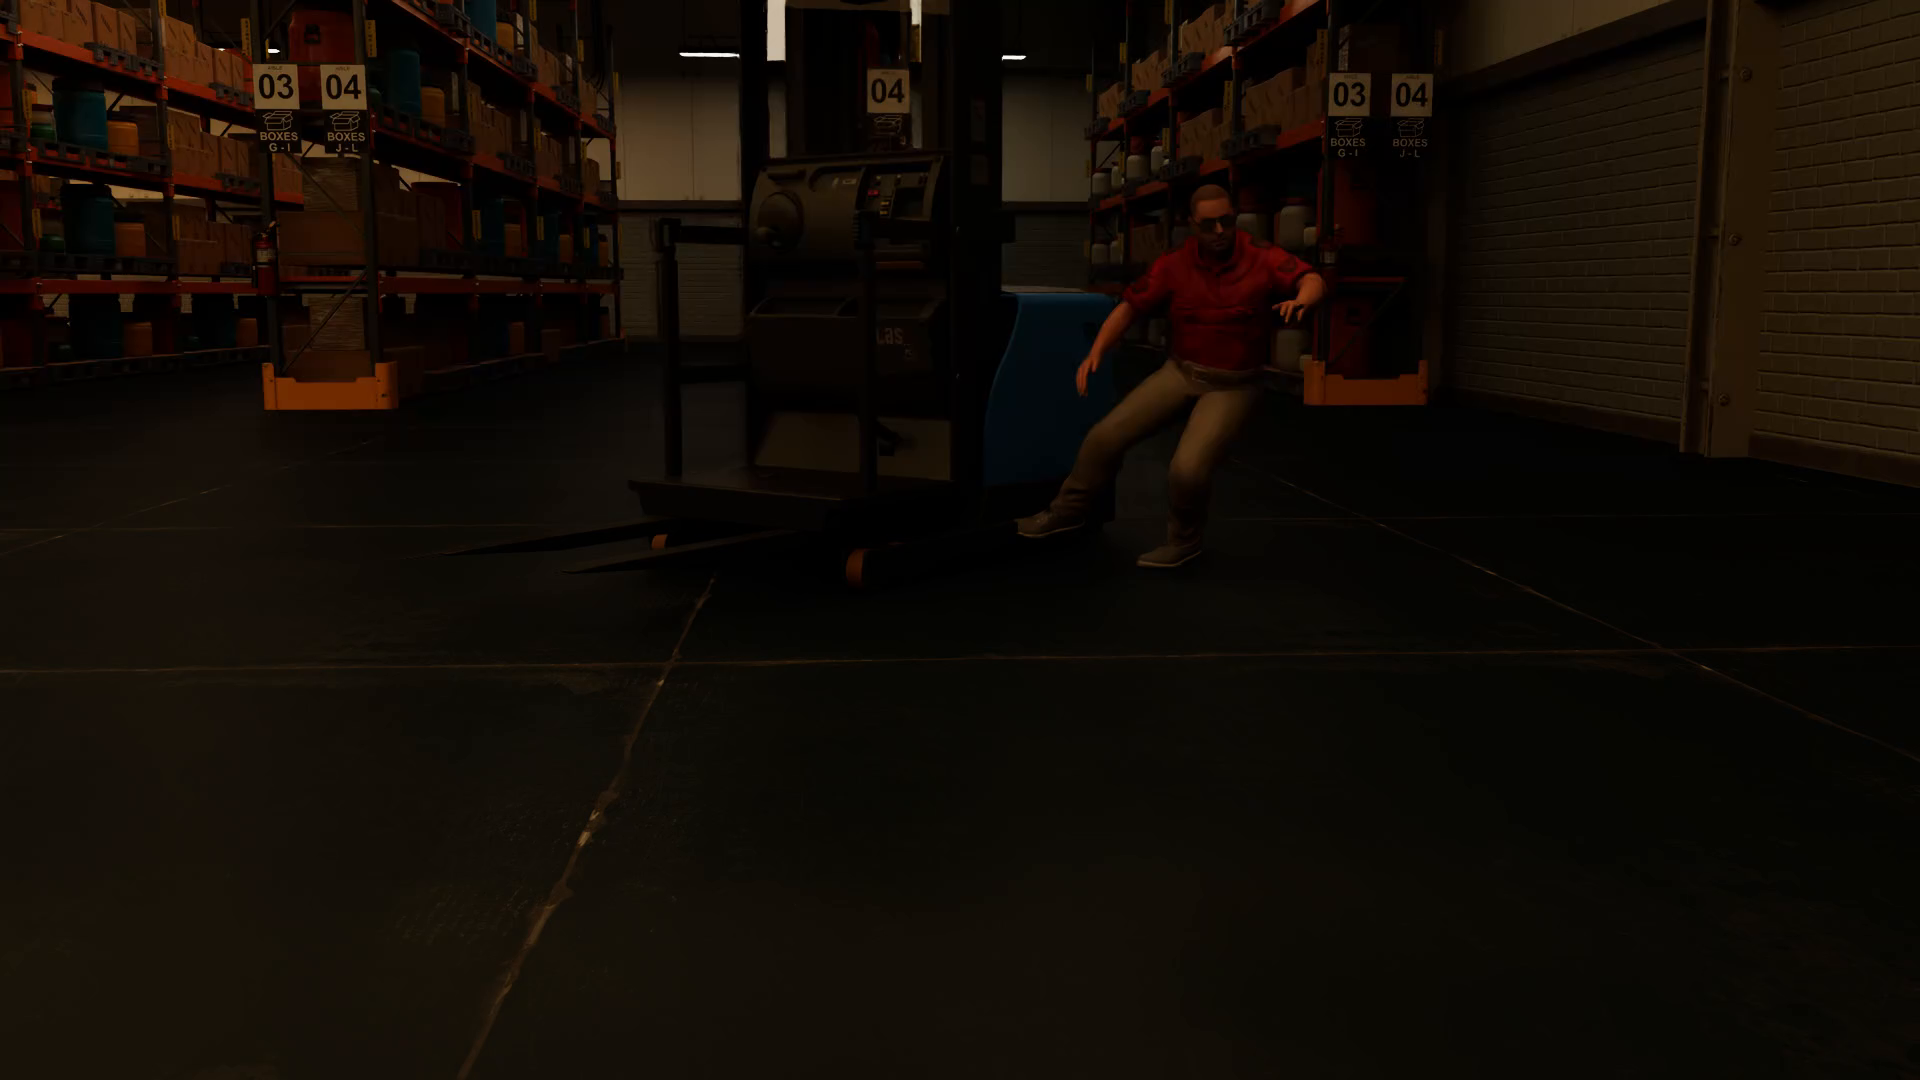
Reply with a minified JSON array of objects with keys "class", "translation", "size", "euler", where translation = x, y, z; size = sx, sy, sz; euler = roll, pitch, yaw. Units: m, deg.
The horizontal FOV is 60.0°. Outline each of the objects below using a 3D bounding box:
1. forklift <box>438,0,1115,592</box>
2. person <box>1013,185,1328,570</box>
[{"class":"forklift","translation":[-0.578,-1.340,6.356],"size":[1.130,2.935,3.031],"euler":[6,10,35]},{"class":"person","translation":[0.746,-0.595,6.335],"size":[1.293,1.480,0.915],"euler":[3,9,21]}]
